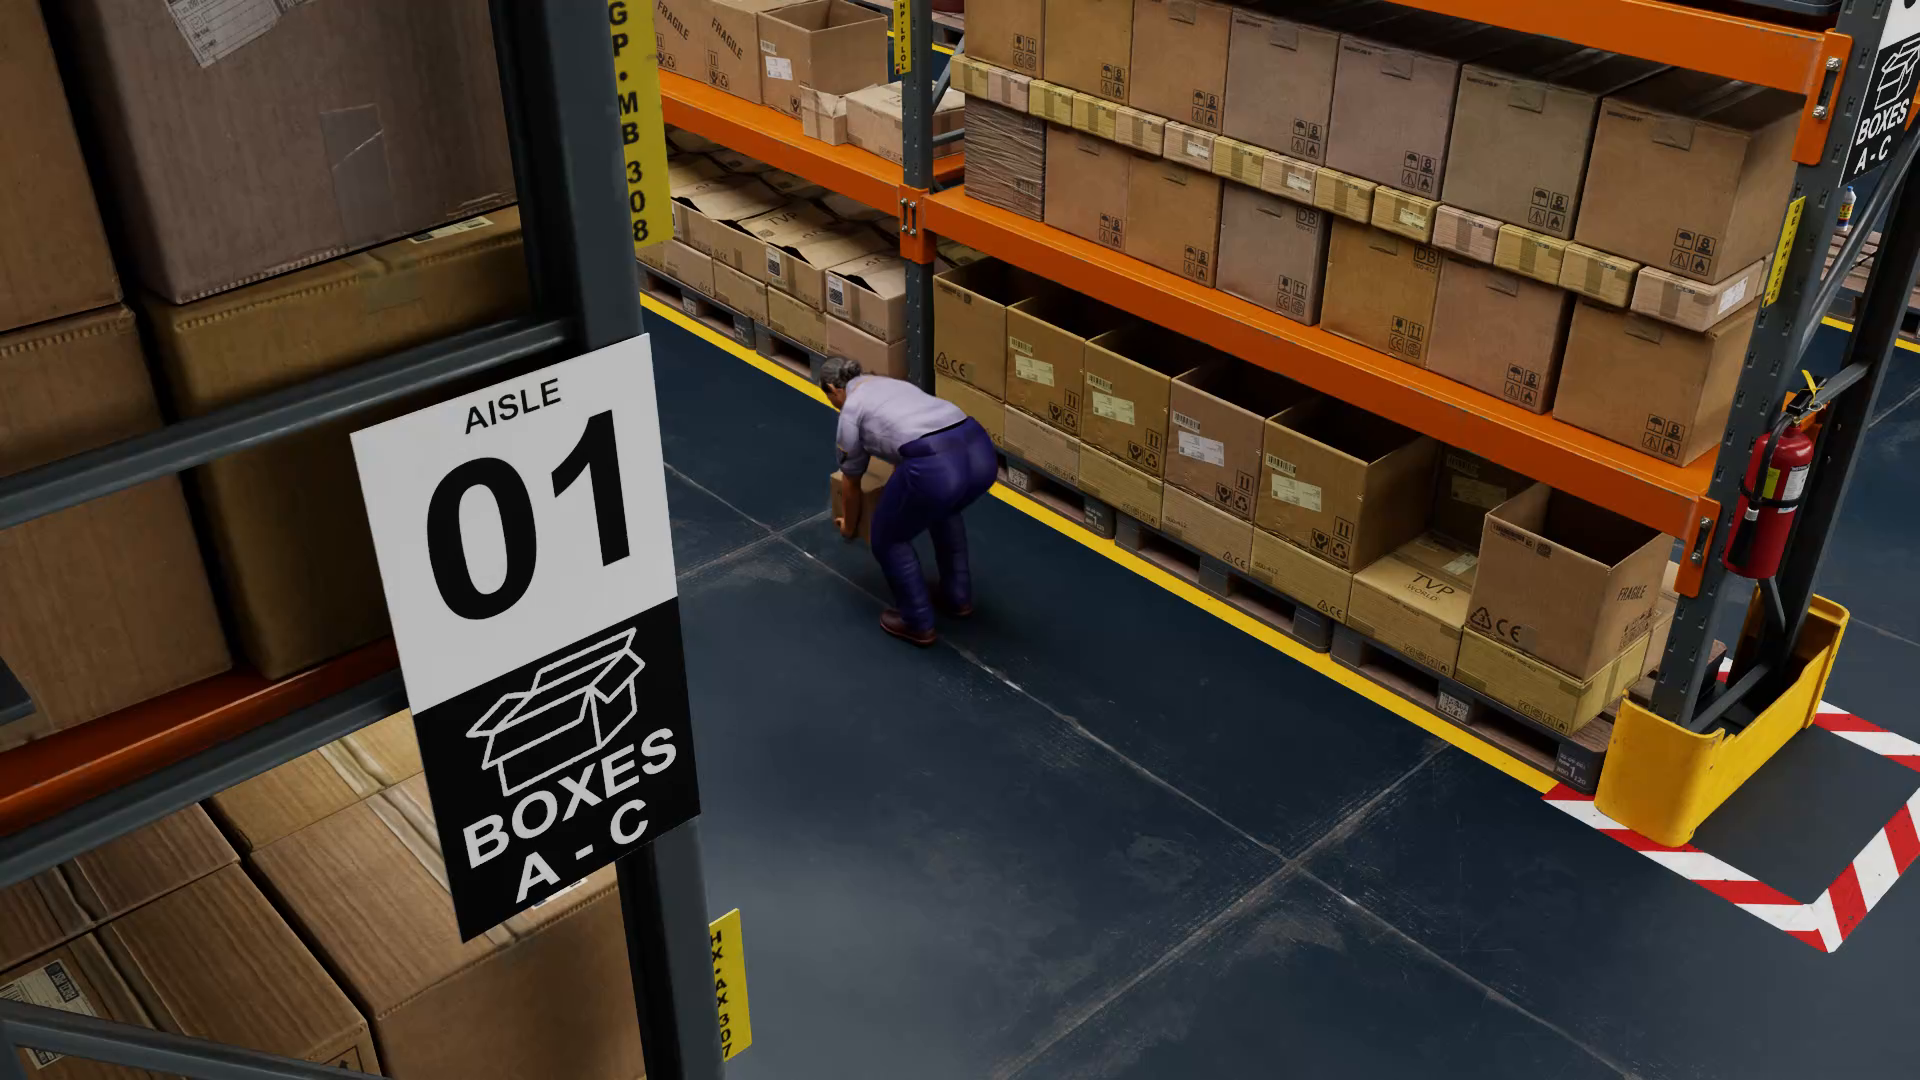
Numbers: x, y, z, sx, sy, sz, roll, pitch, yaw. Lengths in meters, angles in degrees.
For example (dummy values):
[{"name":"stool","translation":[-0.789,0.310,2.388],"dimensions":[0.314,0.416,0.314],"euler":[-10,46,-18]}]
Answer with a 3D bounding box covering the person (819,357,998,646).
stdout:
[{"name":"person","translation":[-0.256,-0.180,6.988],"dimensions":[0.468,1.072,0.904],"euler":[-27,41,-36]}]
